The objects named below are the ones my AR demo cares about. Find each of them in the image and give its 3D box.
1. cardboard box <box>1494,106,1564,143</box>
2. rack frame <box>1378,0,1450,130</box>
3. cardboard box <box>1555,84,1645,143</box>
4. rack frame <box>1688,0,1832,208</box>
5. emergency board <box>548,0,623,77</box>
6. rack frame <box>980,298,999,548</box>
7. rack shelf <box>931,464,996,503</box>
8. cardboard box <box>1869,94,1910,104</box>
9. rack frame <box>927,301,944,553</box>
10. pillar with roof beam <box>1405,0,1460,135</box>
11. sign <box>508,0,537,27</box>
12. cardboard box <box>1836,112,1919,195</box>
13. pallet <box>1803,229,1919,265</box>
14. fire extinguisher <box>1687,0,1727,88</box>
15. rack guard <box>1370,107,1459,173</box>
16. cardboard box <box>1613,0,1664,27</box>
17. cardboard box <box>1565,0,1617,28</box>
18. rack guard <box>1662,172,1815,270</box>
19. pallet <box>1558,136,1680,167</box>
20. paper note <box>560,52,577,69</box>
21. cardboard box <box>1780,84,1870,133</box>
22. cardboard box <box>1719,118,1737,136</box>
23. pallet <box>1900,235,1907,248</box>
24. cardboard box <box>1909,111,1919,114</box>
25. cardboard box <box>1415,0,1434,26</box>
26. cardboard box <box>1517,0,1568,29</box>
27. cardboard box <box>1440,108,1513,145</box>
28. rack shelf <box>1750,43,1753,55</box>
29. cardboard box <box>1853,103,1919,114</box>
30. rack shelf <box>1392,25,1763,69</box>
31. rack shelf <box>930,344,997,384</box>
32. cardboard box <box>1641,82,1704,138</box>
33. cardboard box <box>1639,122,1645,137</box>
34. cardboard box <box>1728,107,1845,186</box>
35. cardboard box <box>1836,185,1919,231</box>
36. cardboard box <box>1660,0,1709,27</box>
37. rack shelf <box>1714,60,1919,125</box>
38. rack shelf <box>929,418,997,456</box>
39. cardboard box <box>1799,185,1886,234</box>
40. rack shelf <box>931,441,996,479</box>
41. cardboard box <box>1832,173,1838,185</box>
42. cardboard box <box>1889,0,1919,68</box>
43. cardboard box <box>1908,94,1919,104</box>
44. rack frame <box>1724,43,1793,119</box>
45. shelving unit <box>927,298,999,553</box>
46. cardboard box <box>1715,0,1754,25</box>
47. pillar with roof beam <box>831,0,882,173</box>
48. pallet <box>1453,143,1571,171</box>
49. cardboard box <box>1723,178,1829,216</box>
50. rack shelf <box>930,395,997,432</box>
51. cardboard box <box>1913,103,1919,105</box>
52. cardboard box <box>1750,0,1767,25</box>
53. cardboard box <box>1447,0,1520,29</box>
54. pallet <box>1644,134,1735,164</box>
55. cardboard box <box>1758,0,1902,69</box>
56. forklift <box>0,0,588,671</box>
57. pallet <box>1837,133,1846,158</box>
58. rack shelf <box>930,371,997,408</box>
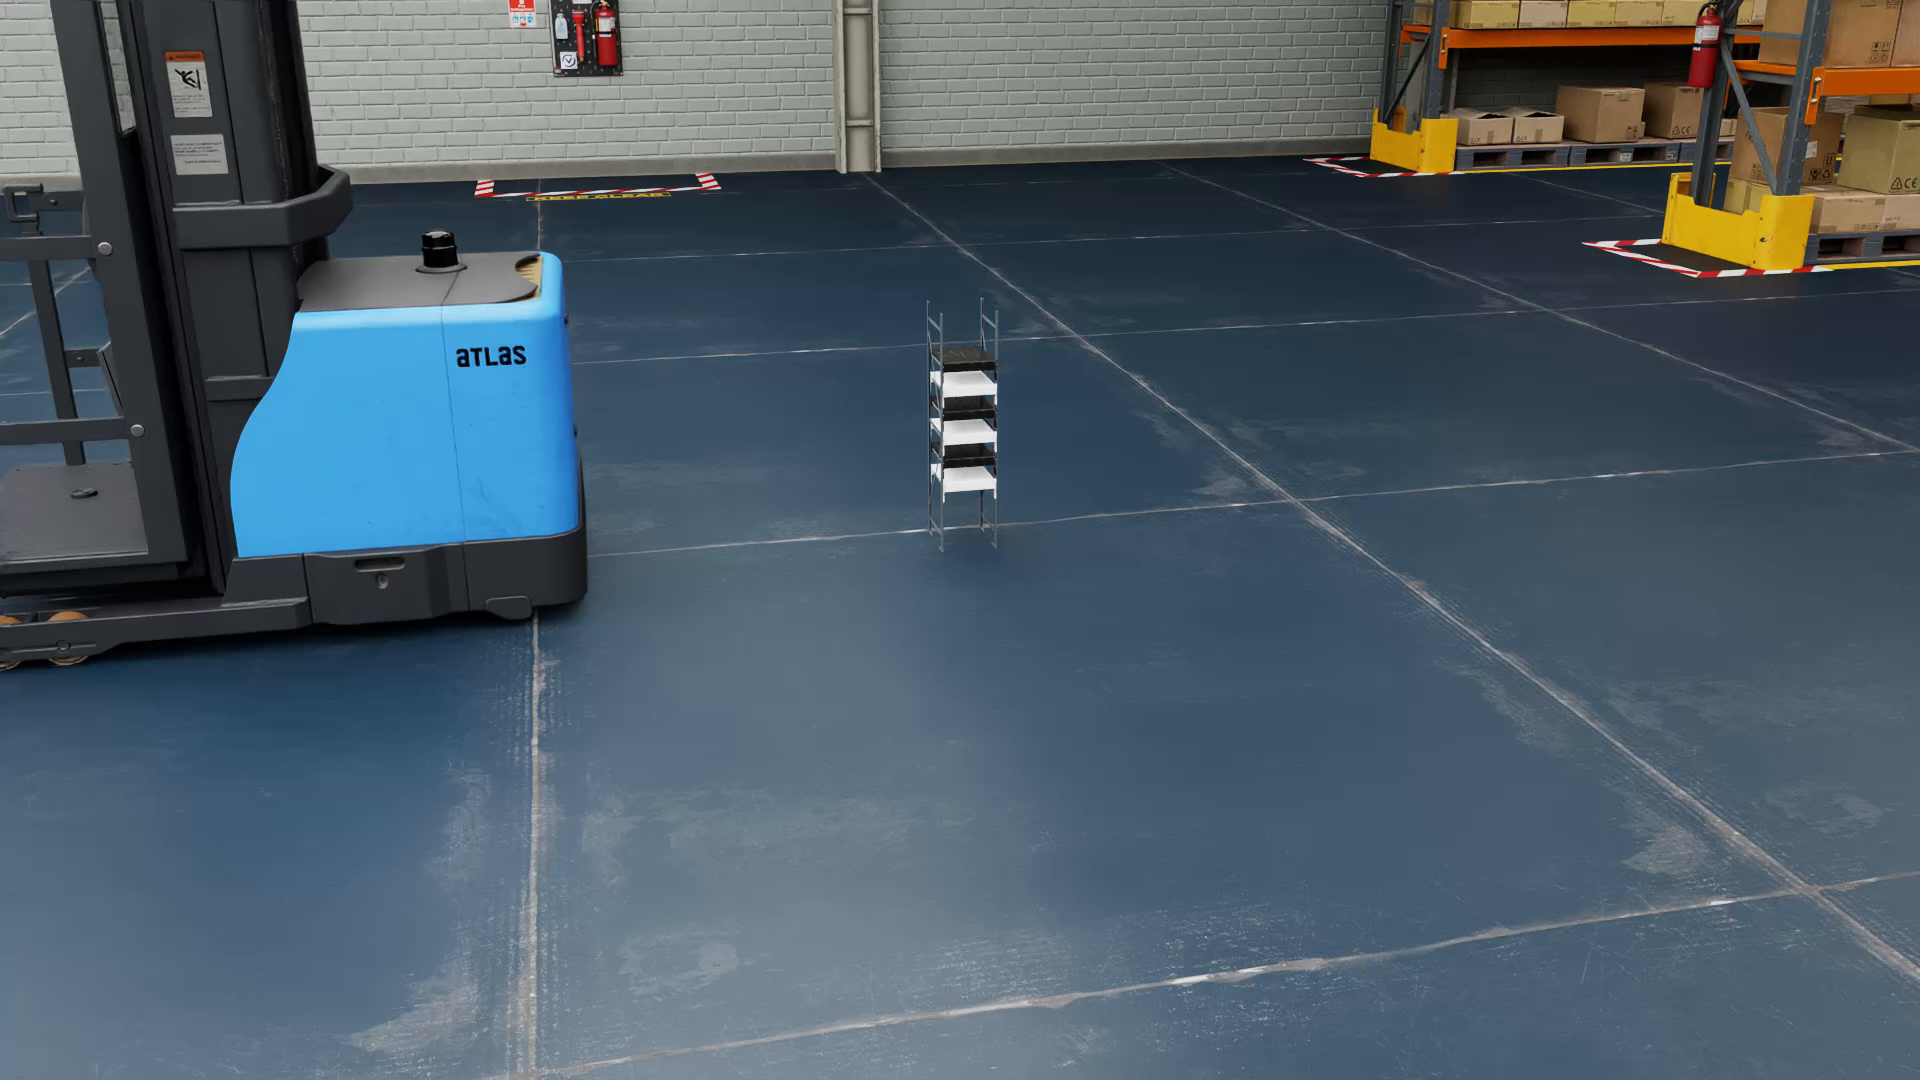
[{"bbox_3d":[5.626,-4.123,16.477,0.500,0.311,0.500,-3,20,-8],"label":"cardboard box"},{"bbox_3d":[4.377,-5.109,15.900,0.127,3.000,1.000,-5,21,-12],"label":"rack frame"},{"bbox_3d":[6.351,-4.253,16.558,0.500,0.500,0.700,-6,21,-16],"label":"cardboard box"},{"bbox_3d":[5.520,-3.451,11.374,0.127,3.000,1.000,-5,21,-12],"label":"rack frame"},{"bbox_3d":[-3.394,-4.796,15.046,0.643,1.169,0.194,-5,21,-12],"label":"emergency board"},{"bbox_3d":[0.107,-0.431,6.184,0.006,0.900,0.240,-5,21,-12],"label":"rack frame"},{"bbox_3d":[0.008,-0.223,6.235,0.200,0.077,0.258,-5,21,-12],"label":"rack shelf"},{"bbox_3d":[9.473,-4.580,17.450,0.500,0.500,0.700,-5,21,-14],"label":"cardboard box"},{"bbox_3d":[-0.091,-0.415,6.140,0.006,0.900,0.240,-5,21,-12],"label":"rack frame"},{"bbox_3d":[5.850,-6.830,11.876,0.400,9.000,9.100,-5,21,-12],"label":"pillar with roof beam"},{"bbox_3d":[-3.956,-4.803,15.015,0.234,0.329,0.001,-5,21,-12],"label":"sign"},{"bbox_3d":[6.580,-2.717,11.668,0.500,0.500,0.500,-5,21,-12],"label":"cardboard box"},{"bbox_3d":[6.255,-2.216,12.057,1.213,0.211,1.003,-5,21,-12],"label":"pallet"},{"bbox_3d":[5.298,-3.561,11.786,0.183,0.674,0.296,-5,21,-12],"label":"fire extinguisher"},{"bbox_3d":[4.451,-3.941,16.346,0.348,0.500,1.175,-5,21,-12],"label":"rack guard"},{"bbox_3d":[6.416,-5.104,16.075,0.500,0.250,0.500,-4,21,-12],"label":"cardboard box"},{"bbox_3d":[5.924,-5.064,15.968,0.500,0.250,0.500,-5,21,-13],"label":"cardboard box"},{"bbox_3d":[5.497,-2.275,11.799,0.348,0.500,1.175,-5,21,-12],"label":"rack guard"},{"bbox_3d":[6.434,-3.953,16.800,1.213,0.211,1.003,-5,21,-12],"label":"pallet"},{"bbox_3d":[-3.582,-4.391,15.223,0.142,0.148,0.016,-5,21,-12],"label":"paper note"},{"bbox_3d":[8.982,-4.522,17.293,0.500,0.500,0.700,-4,20,-11],"label":"cardboard box"},{"bbox_3d":[7.756,-4.249,17.033,0.250,0.166,0.380,-7,21,-20],"label":"cardboard box"},{"bbox_3d":[7.440,-2.311,12.318,1.213,0.211,1.003,-5,21,-12],"label":"pallet"},{"bbox_3d":[7.063,-2.761,11.788,0.500,0.500,0.500,-5,21,-12],"label":"cardboard box"},{"bbox_3d":[4.787,-5.150,16.201,0.500,0.250,0.500,-4,21,-12],"label":"cardboard box"},{"bbox_3d":[5.427,-5.026,15.863,0.500,0.250,0.500,-5,21,-14],"label":"cardboard box"},{"bbox_3d":[5.071,-4.077,16.354,0.500,0.311,0.500,-7,21,-19],"label":"cardboard box"},{"bbox_3d":[10.216,-5.246,17.320,4.000,0.370,1.077,-5,21,-12],"label":"rack shelf"},{"bbox_3d":[6.944,-2.935,12.263,0.500,0.500,0.500,-5,21,-12],"label":"cardboard box"},{"bbox_3d":[6.323,-4.929,16.456,4.000,0.370,1.077,-5,21,-12],"label":"rack shelf"},{"bbox_3d":[0.008,-0.645,6.080,0.200,0.077,0.258,-5,21,-12],"label":"rack shelf"},{"bbox_3d":[7.269,-4.363,16.858,0.500,0.500,0.500,-6,21,-17],"label":"cardboard box"},{"bbox_3d":[6.708,-4.173,16.852,0.250,0.149,0.380,-6,21,-17],"label":"cardboard box"},{"bbox_3d":[5.974,-2.851,12.034,0.500,0.500,0.500,-5,21,-12],"label":"cardboard box"},{"bbox_3d":[6.579,-2.366,11.799,0.500,0.250,0.500,-5,21,-12],"label":"cardboard box"},{"bbox_3d":[6.906,-5.144,16.184,0.500,0.250,0.500,-5,21,-13],"label":"cardboard box"},{"bbox_3d":[7.467,-3.271,11.930,4.000,0.370,1.077,-5,21,-12],"label":"rack shelf"},{"bbox_3d":[0.008,-0.392,6.173,0.200,0.077,0.258,-5,21,-12],"label":"rack shelf"},{"bbox_3d":[6.093,-2.325,11.688,0.500,0.250,0.500,-5,21,-12],"label":"cardboard box"},{"bbox_3d":[0.008,-0.307,6.204,0.200,0.077,0.258,-5,21,-12],"label":"rack shelf"},{"bbox_3d":[6.458,-2.542,12.280,0.500,0.250,0.500,-5,21,-12],"label":"cardboard box"},{"bbox_3d":[6.488,-3.574,11.564,0.500,0.500,0.700,-4,21,-11],"label":"cardboard box"},{"bbox_3d":[9.979,-4.607,17.524,0.500,0.500,0.700,-4,21,-12],"label":"cardboard box"},{"bbox_3d":[8.269,-5.425,16.764,0.127,3.000,1.000,-5,21,-12],"label":"rack frame"},{"bbox_3d":[0.008,-0.423,6.162,0.210,0.900,0.258,-5,21,-12],"label":"shelving unit"},{"bbox_3d":[7.391,-5.189,16.307,0.500,0.250,0.500,-5,21,-12],"label":"cardboard box"},{"bbox_3d":[0.011,-6.355,10.580,0.400,9.000,9.100,-5,21,-12],"label":"pillar with roof beam"},{"bbox_3d":[5.249,-3.858,16.539,1.213,0.211,1.003,-5,21,-12],"label":"pallet"},{"bbox_3d":[5.974,-2.498,12.161,0.500,0.250,0.500,-5,21,-12],"label":"cardboard box"},{"bbox_3d":[0.008,-0.476,6.142,0.200,0.077,0.258,-5,21,-12],"label":"rack shelf"},{"bbox_3d":[7.430,-2.974,12.370,0.500,0.500,0.500,-5,21,-12],"label":"cardboard box"},{"bbox_3d":[7.878,-5.225,16.407,0.500,0.250,0.500,-5,21,-12],"label":"cardboard box"},{"bbox_3d":[4.925,-4.980,15.738,0.500,0.250,0.500,-5,21,-14],"label":"cardboard box"},{"bbox_3d":[7.624,-4.051,17.067,1.213,0.211,1.003,-5,21,-12],"label":"pallet"},{"bbox_3d":[5.978,-3.530,11.446,0.500,0.500,0.700,-5,21,-12],"label":"cardboard box"},{"bbox_3d":[-2.832,-1.166,5.237,3.031,2.935,1.130,-4,21,-12],"label":"forklift"},{"bbox_3d":[9.027,-4.178,17.414,1.213,0.211,1.003,-5,21,-12],"label":"pallet"},{"bbox_3d":[0.008,-0.561,6.111,0.200,0.077,0.258,-5,21,-12],"label":"rack shelf"}]
